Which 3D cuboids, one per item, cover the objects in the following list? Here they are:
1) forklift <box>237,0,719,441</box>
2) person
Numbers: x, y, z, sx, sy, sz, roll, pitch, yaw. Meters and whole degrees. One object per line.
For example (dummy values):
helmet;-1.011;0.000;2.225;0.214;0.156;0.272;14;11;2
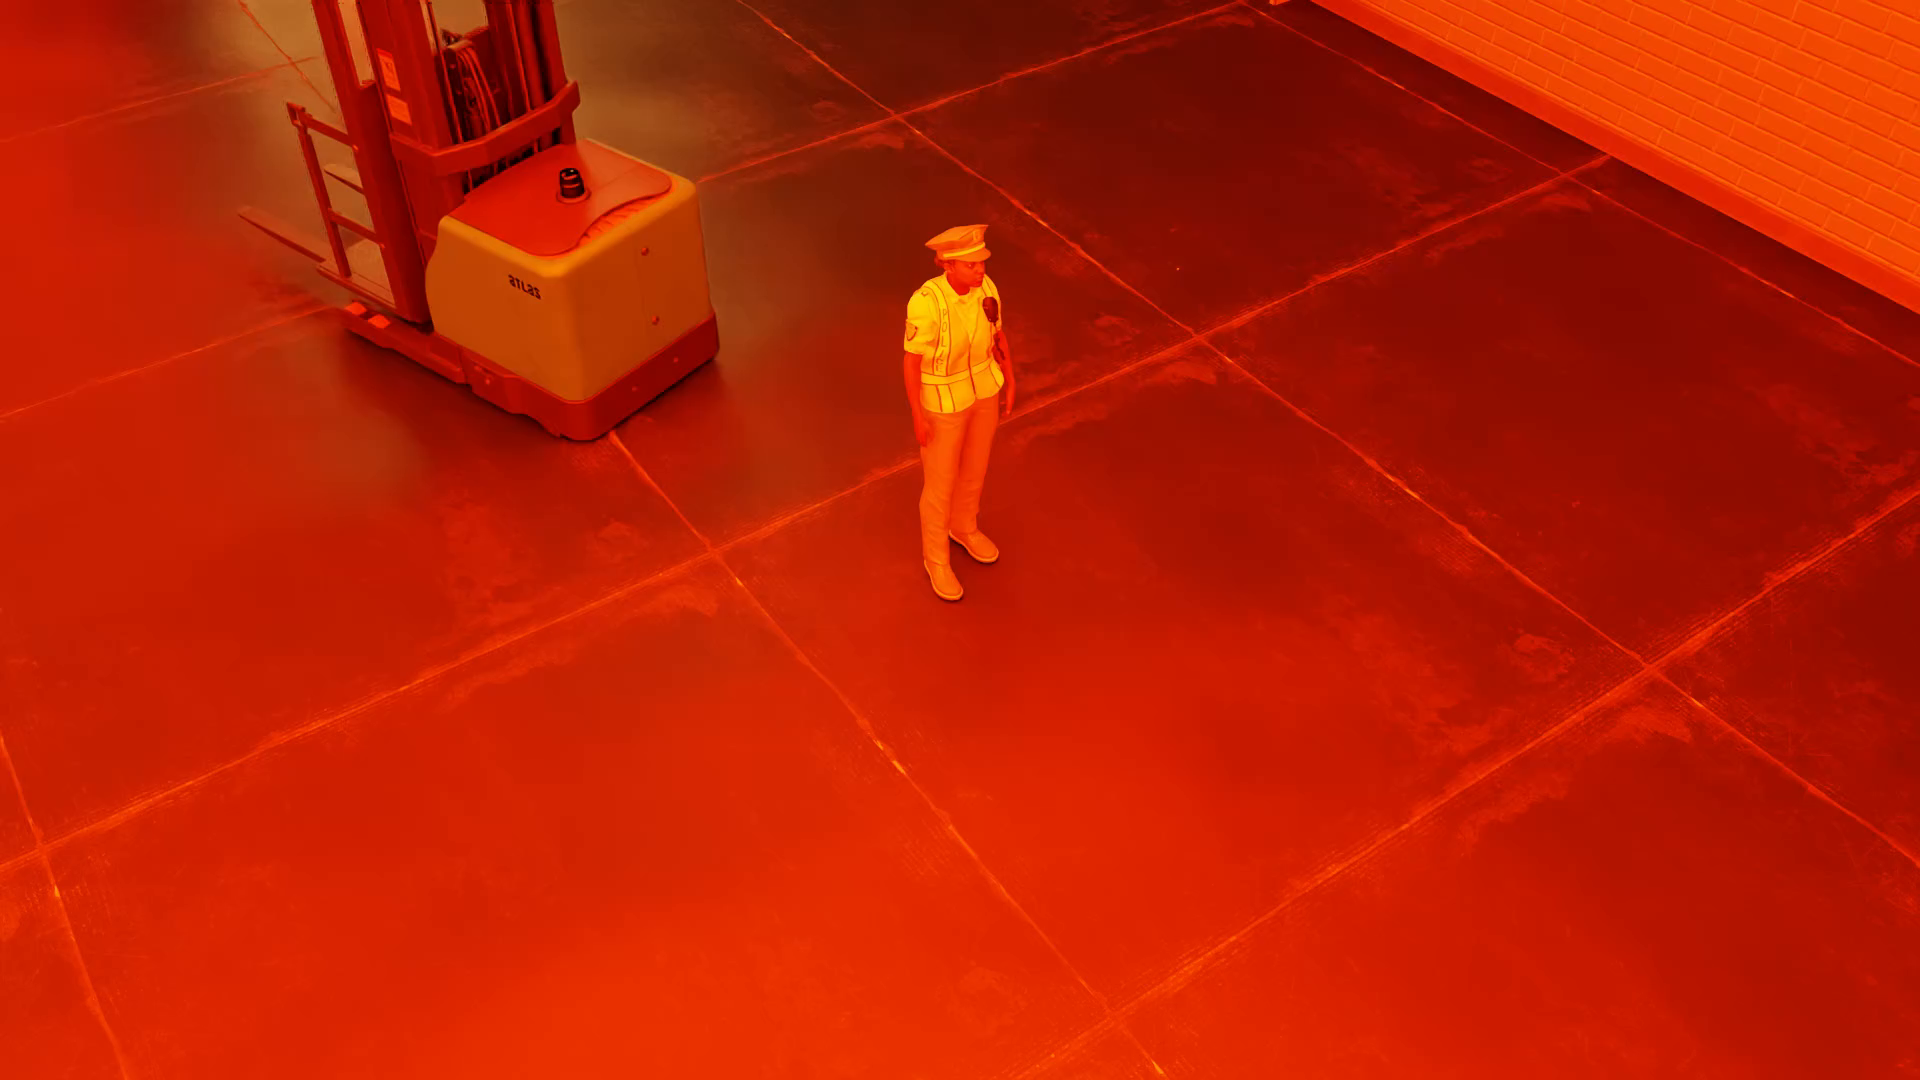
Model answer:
forklift;-2.771;-2.388;8.307;3.031;2.935;1.130;27;49;26
person;0.025;-0.578;7.244;0.564;1.697;0.528;-25;48;-25
